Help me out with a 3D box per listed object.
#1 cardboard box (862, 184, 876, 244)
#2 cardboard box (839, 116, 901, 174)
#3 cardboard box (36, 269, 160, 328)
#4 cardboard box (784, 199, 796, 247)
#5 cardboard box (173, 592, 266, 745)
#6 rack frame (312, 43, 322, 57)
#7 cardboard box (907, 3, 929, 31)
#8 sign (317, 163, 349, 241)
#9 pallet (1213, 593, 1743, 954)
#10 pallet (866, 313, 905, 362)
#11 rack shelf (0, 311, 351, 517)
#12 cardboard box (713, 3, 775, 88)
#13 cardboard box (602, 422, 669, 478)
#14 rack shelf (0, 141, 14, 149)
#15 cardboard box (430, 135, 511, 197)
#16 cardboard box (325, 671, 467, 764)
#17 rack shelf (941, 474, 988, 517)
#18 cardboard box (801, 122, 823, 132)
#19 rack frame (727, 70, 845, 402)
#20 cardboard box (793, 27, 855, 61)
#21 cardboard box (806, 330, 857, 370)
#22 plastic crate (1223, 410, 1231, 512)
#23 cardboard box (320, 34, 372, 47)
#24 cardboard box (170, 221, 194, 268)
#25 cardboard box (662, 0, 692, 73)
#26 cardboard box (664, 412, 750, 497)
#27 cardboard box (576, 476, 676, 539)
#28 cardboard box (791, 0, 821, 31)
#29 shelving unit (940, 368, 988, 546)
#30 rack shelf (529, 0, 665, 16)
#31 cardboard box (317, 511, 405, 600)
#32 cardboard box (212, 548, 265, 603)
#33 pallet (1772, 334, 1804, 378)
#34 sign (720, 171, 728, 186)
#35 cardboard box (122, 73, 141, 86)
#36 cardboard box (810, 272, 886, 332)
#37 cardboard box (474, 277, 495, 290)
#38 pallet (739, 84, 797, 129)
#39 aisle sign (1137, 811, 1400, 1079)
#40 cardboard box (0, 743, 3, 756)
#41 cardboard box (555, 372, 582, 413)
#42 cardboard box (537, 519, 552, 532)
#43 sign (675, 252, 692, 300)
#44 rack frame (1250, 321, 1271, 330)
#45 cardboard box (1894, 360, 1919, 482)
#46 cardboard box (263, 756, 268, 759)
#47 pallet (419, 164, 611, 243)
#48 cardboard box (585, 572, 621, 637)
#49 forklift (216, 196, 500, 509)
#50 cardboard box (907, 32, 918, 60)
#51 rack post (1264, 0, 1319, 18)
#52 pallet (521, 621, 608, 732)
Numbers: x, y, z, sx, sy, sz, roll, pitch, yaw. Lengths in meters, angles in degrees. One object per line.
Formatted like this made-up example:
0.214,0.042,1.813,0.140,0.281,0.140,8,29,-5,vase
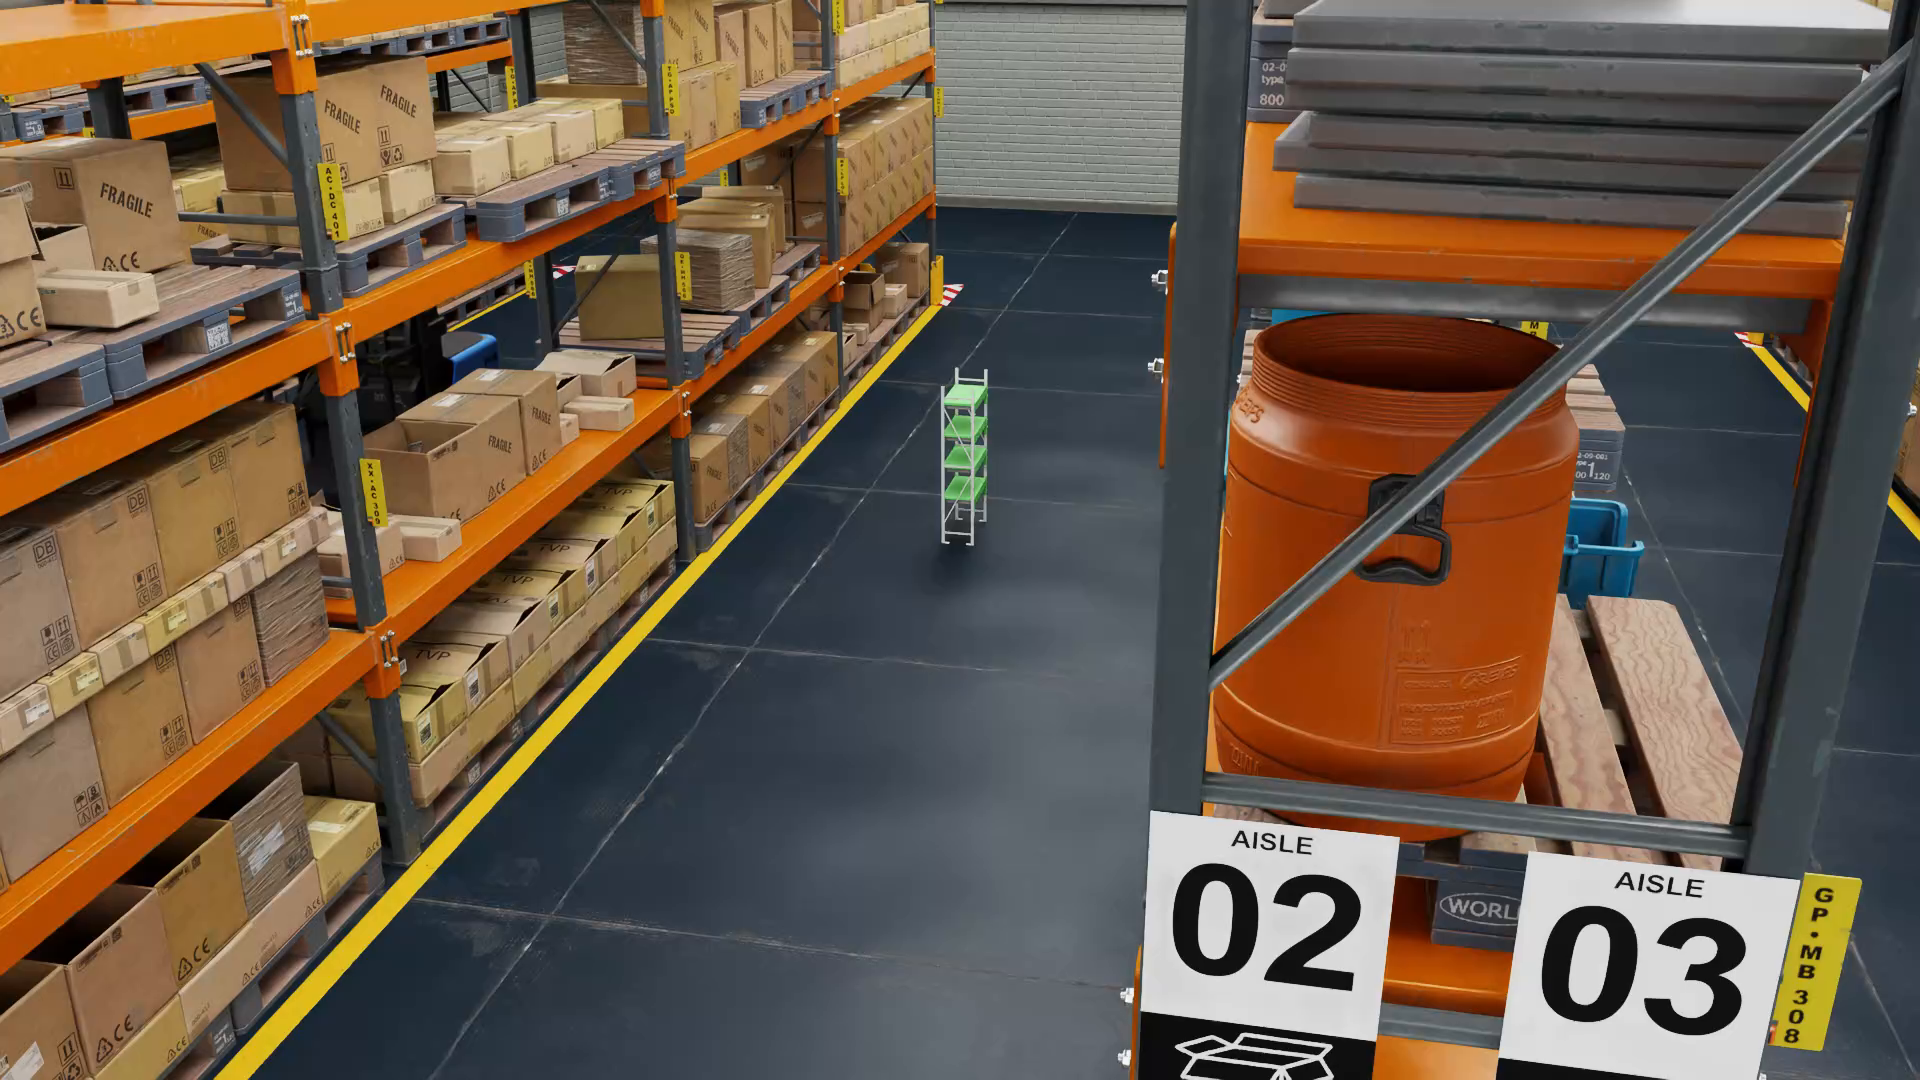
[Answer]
-1.119,-3.143,16.008,0.500,0.500,0.500,5,22,12,cardboard box
-0.905,-3.970,16.724,0.500,0.500,0.500,5,23,13,cardboard box
-3.202,-0.890,6.120,0.380,0.149,0.250,4,22,11,cardboard box
-1.740,-2.992,15.634,0.500,0.500,0.500,5,22,12,cardboard box
-3.409,0.492,6.982,0.700,0.500,0.500,4,22,10,cardboard box
-6.441,-5.902,14.964,1.000,3.000,0.127,4,22,11,rack frame
-0.630,-5.553,17.642,0.500,0.250,0.500,4,22,11,cardboard box
-2.680,-1.444,7.110,0.100,0.325,0.005,4,22,11,sign
1.073,0.425,3.520,1.003,0.211,1.213,4,22,11,pallet
-1.203,-2.148,17.406,1.003,0.211,1.213,4,22,11,pallet
-3.631,-0.144,5.643,1.077,0.370,4.000,4,22,11,rack shelf
-1.880,-3.998,13.419,0.600,0.600,0.600,4,22,10,cardboard box
-2.446,-0.685,12.796,0.500,0.500,0.500,5,23,13,cardboard box
-7.665,-1.983,10.210,1.077,0.370,4.000,4,22,11,rack shelf
-2.773,-2.029,8.999,0.500,0.250,0.500,3,22,6,cardboard box
-2.895,0.871,8.544,0.500,0.311,0.500,5,22,11,cardboard box
0.034,-0.335,12.393,0.258,0.148,0.480,4,22,11,rack shelf
-1.536,-3.830,16.376,0.500,0.500,0.500,5,22,11,cardboard box
-1.591,-2.743,15.150,1.000,3.000,0.127,4,22,11,rack frame
-1.248,-4.456,14.919,0.500,0.250,0.500,4,22,11,cardboard box
-1.294,-1.837,15.910,0.500,0.311,0.500,4,22,11,cardboard box
0.903,-0.080,4.543,0.392,0.384,0.575,4,22,11,plastic crate
-6.042,-4.915,16.032,0.500,0.250,0.500,4,22,11,cardboard box
-6.689,-2.381,13.691,0.500,0.500,0.500,4,22,11,cardboard box
-2.208,-3.528,11.610,0.500,0.500,0.500,4,22,11,cardboard box
-1.933,-0.662,12.738,0.500,0.500,0.500,4,22,9,cardboard box
-2.273,-0.250,11.326,0.500,0.311,0.500,5,22,12,cardboard box
-1.529,-4.826,14.833,0.700,0.500,0.500,4,22,11,cardboard box
0.034,-0.617,12.280,0.258,1.200,0.503,4,22,11,shelving unit
-1.999,-4.276,12.422,1.077,0.370,4.000,4,22,11,rack shelf
-3.166,0.069,8.369,0.500,0.250,0.500,6,23,14,cardboard box
-3.172,0.137,6.996,0.380,0.149,0.250,4,22,9,cardboard box
8.836,-1.858,16.684,1.003,0.211,1.213,4,22,11,pallet
-2.124,-3.183,15.084,0.100,0.325,0.005,4,22,11,sign
-7.032,-3.879,13.233,0.700,0.500,0.500,6,23,14,cardboard box
-1.213,-2.477,17.241,0.797,0.503,0.637,4,22,11,cardboard box
-5.772,-3.171,18.996,0.700,0.500,0.500,4,22,11,cardboard box
-2.001,-3.435,13.104,1.213,0.211,1.003,4,22,11,pallet
0.503,0.822,2.817,0.394,0.787,0.004,4,22,11,aisle sign
-3.488,0.700,5.599,0.380,0.149,0.250,4,22,10,cardboard box
-2.779,-0.927,10.759,0.500,0.311,0.500,4,22,10,cardboard box
-2.900,-0.098,10.950,0.500,0.311,0.500,4,22,10,cardboard box
-1.863,-1.776,11.199,0.100,0.325,0.005,4,22,11,sign
1.625,0.561,6.945,1.000,3.000,0.127,4,22,11,rack frame
7.995,-0.960,13.005,1.225,0.875,0.875,5,22,11,cardboard box
-3.624,1.061,7.819,0.500,0.500,0.500,4,22,11,cardboard box
-2.683,-1.920,9.343,1.003,0.211,1.213,6,23,13,pallet
-2.483,0.384,10.504,0.500,0.250,0.500,5,22,12,cardboard box
-4.583,-1.553,12.287,1.130,2.935,3.031,4,22,11,forklift
-0.734,-5.138,17.282,0.500,0.250,0.500,4,22,11,cardboard box
1.174,-1.434,3.971,0.937,0.300,0.954,4,22,10,rack post
-2.864,0.756,10.194,1.003,0.211,1.213,4,22,11,pallet
